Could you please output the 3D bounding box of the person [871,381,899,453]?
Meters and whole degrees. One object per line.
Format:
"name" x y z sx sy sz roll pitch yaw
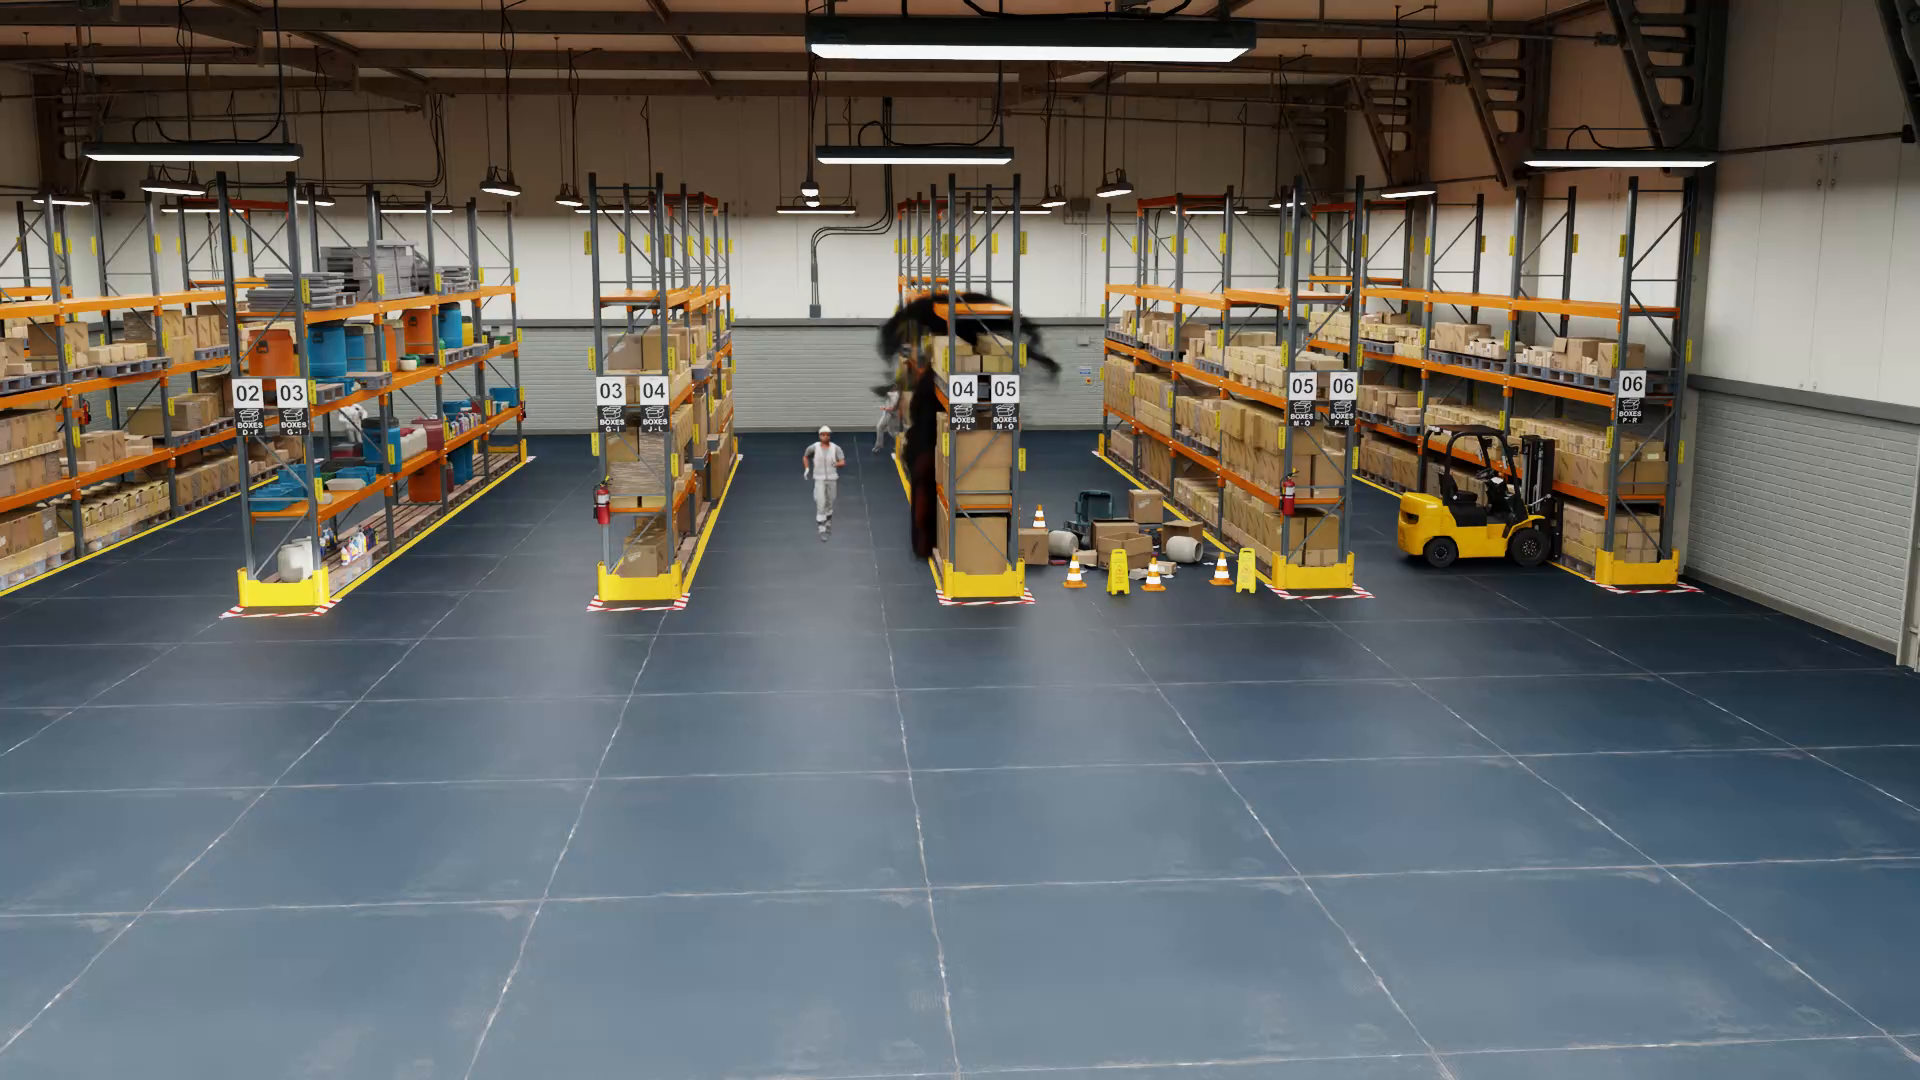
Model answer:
"person" -1.730 -3.008 40.635 0.860 1.779 0.666 -2 10 -13

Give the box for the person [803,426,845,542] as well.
"person" -2.196 -0.937 27.064 0.657 1.836 0.806 -3 10 -14

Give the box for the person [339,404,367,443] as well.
"person" -13.934 -2.535 38.226 0.619 1.708 0.667 -4 11 -20

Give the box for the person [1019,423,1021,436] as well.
"person" 0.998 -2.084 35.724 0.599 1.664 1.008 0 10 -1
